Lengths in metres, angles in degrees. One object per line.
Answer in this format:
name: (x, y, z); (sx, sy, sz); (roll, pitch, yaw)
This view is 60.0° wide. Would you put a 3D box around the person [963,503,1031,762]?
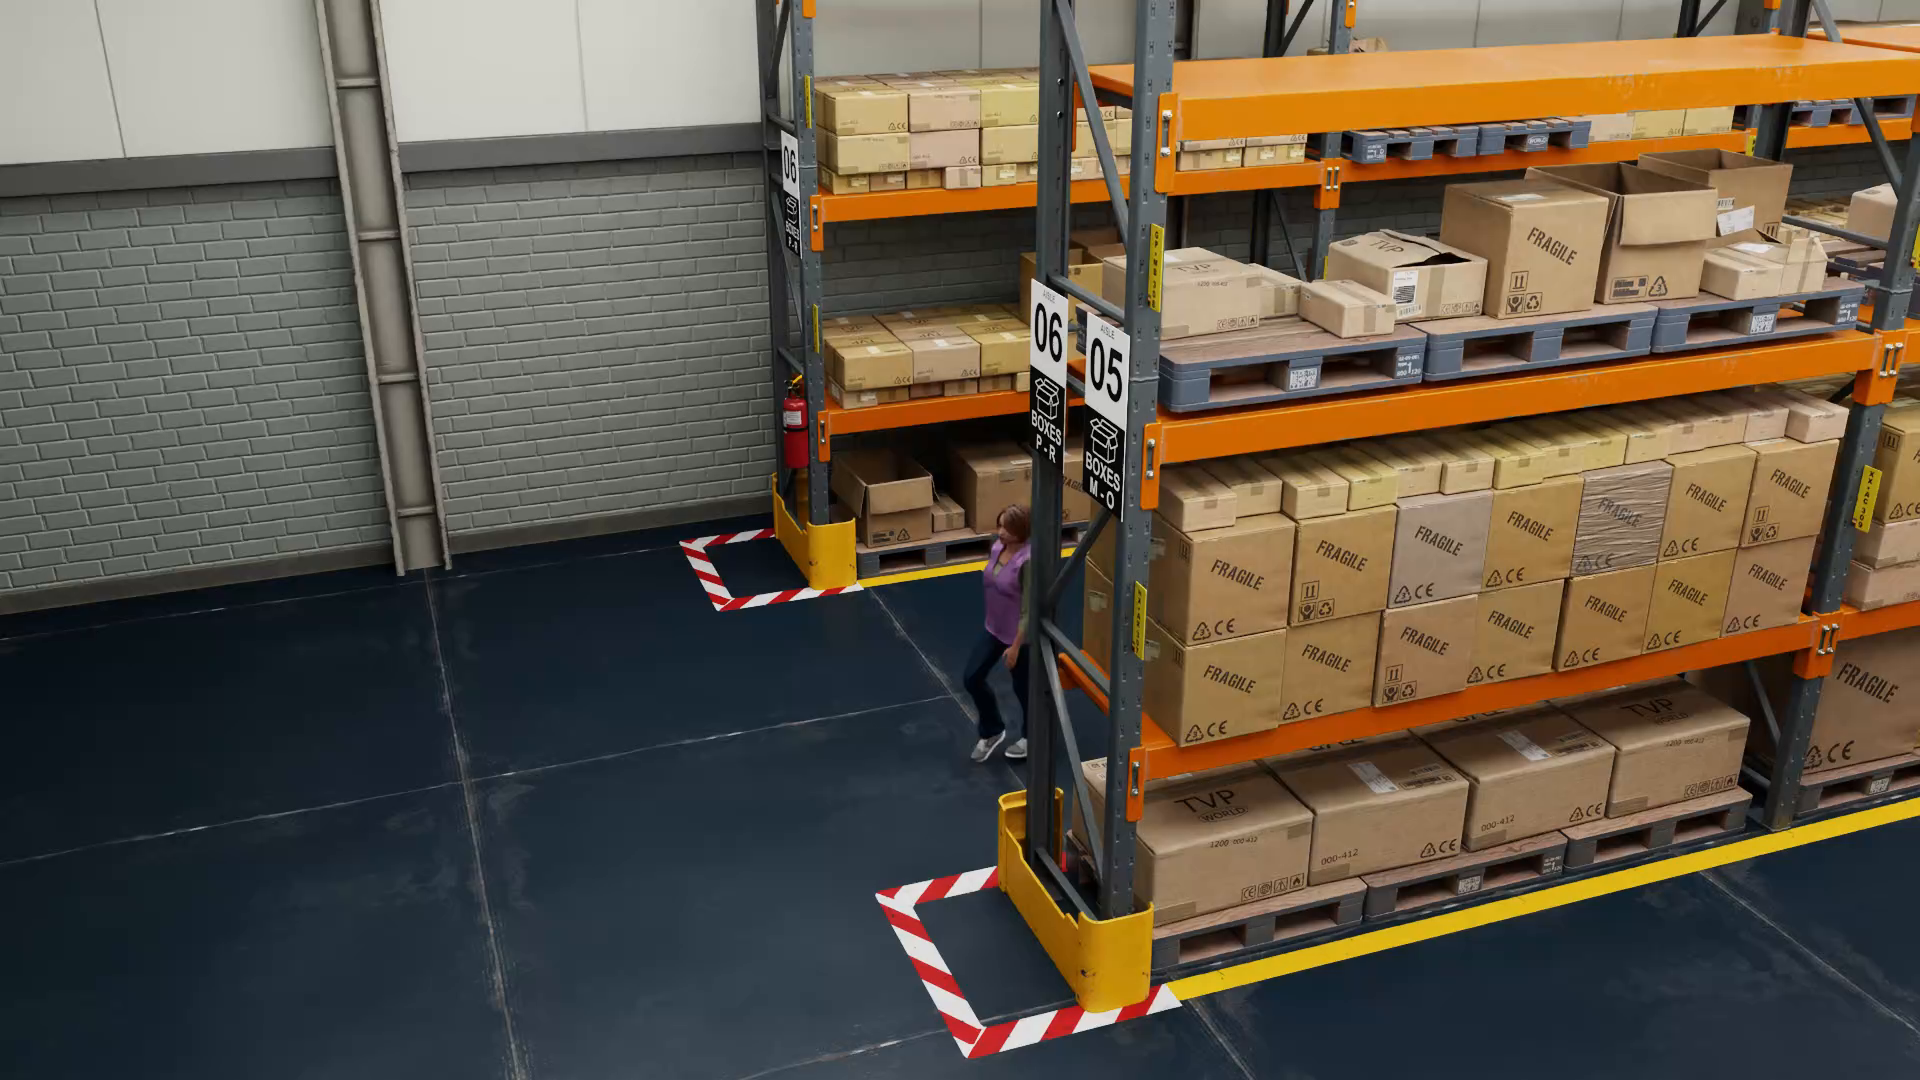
person: (0.294, 0.567, 9.479); (0.490, 1.622, 0.430); (-18, 29, -36)
